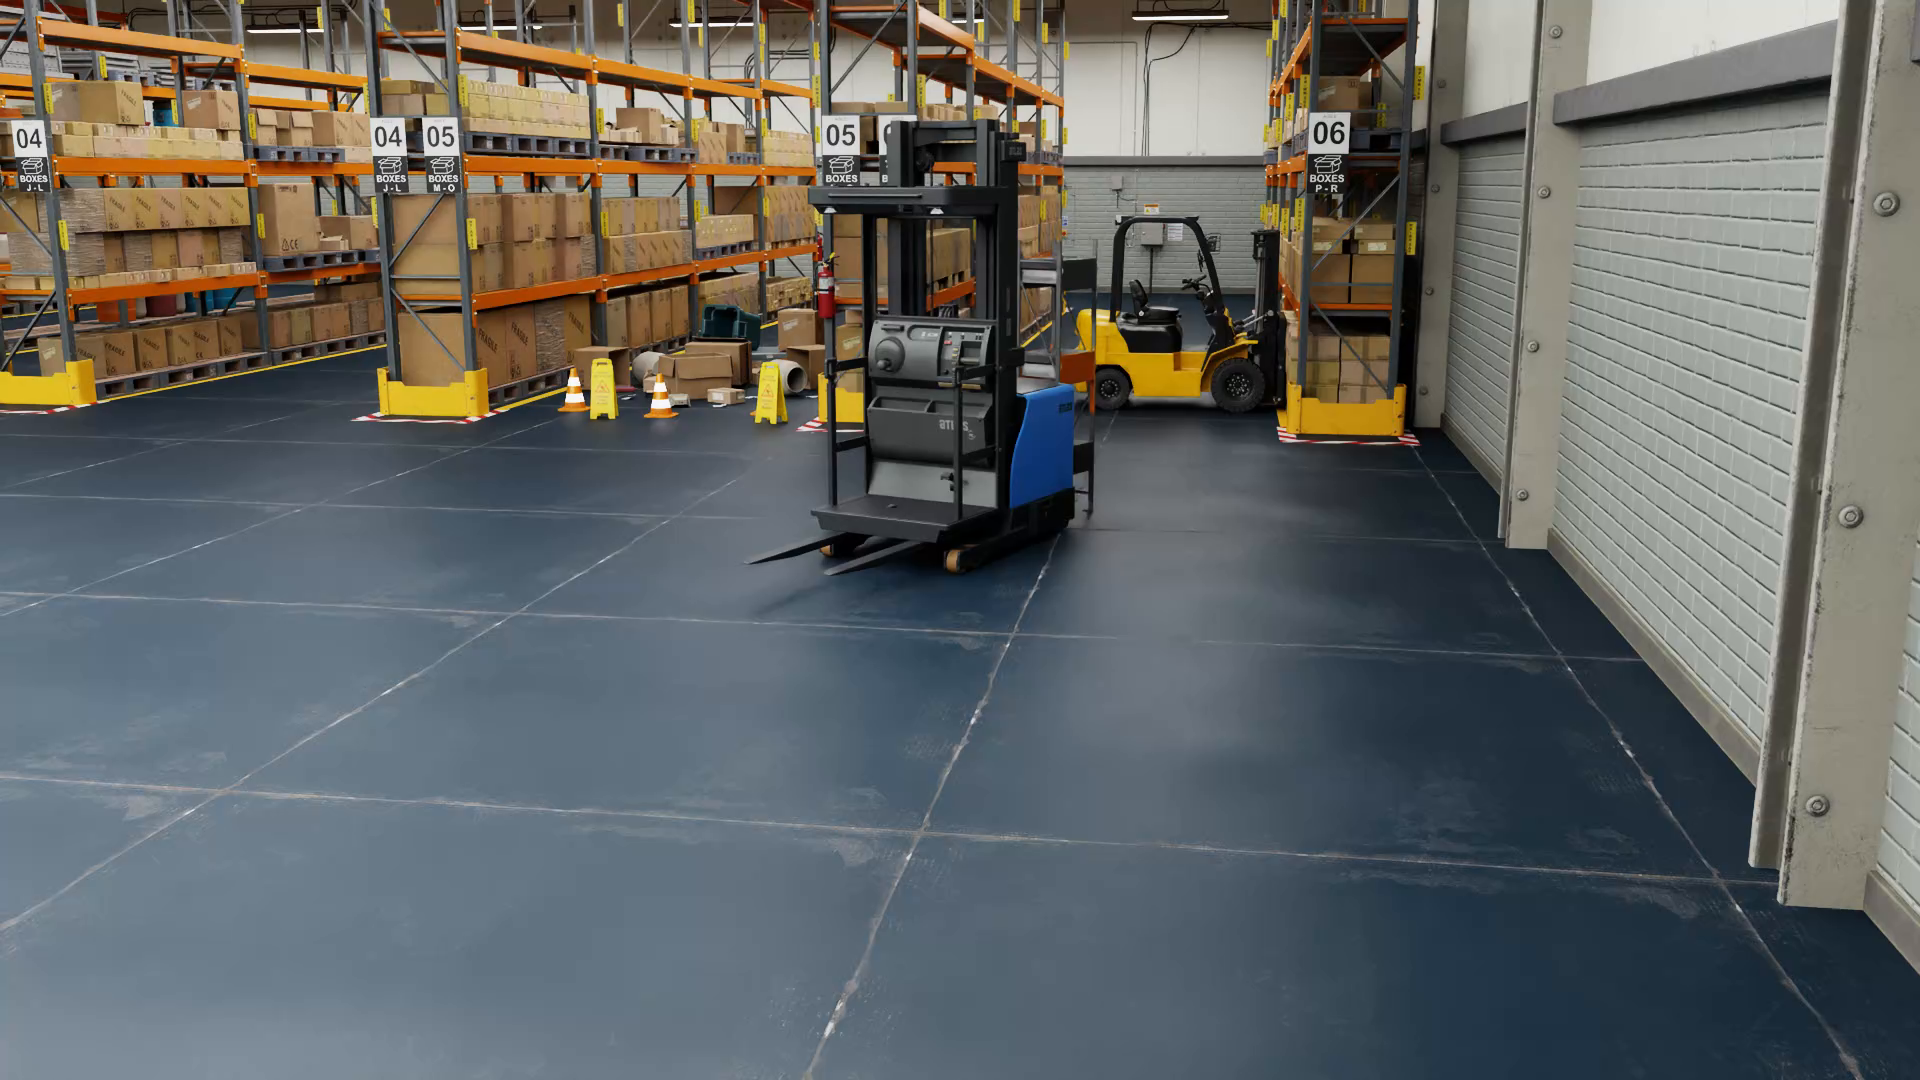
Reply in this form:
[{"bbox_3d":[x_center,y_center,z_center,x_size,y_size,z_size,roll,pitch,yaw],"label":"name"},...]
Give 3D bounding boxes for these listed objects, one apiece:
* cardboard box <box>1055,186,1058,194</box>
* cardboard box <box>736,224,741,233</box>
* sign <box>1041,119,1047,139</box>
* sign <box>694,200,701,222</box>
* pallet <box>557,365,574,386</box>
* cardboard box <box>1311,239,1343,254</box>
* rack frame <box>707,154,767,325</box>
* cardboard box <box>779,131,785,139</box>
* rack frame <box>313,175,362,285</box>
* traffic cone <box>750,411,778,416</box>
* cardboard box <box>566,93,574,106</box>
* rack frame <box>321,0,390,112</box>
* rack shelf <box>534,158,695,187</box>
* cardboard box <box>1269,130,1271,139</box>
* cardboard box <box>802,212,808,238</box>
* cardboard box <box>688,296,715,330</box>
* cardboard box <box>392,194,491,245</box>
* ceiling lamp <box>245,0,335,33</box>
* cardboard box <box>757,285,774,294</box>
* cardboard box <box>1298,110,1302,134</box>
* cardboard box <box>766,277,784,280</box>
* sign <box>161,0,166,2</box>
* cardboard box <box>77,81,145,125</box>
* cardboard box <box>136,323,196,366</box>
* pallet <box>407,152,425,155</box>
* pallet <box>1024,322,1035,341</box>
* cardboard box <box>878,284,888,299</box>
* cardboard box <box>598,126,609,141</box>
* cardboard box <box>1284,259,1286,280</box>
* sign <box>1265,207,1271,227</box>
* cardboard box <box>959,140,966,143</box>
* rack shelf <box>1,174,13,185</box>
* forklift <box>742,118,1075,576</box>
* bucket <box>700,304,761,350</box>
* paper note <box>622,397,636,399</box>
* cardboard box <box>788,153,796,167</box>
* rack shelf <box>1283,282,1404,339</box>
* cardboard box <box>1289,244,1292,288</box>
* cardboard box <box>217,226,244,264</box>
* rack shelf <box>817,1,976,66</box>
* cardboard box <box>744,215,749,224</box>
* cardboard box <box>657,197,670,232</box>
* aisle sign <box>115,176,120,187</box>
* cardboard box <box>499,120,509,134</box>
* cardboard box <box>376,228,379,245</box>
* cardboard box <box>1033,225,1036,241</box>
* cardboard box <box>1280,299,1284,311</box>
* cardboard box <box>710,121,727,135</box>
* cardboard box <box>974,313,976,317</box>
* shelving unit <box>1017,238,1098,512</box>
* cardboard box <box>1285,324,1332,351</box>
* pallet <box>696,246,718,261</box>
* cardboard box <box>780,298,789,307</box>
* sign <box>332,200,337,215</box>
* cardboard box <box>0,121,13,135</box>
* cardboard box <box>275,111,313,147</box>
[{"bbox_3d":[1.692,-6.735,31.974,0.380,0.149,0.250,2,12,8],"label":"cardboard box"},{"bbox_3d":[-3.985,-5.353,28.607,0.380,0.149,0.250,1,12,7],"label":"cardboard box"},{"bbox_3d":[1.444,-7.096,28.706,0.100,0.325,0.005,2,12,9],"label":"sign"},{"bbox_3d":[-4.067,-5.094,25.763,0.100,0.325,0.005,2,12,9],"label":"sign"},{"bbox_3d":[-5.425,-2.194,21.672,1.003,0.211,1.213,2,12,9],"label":"pallet"},{"bbox_3d":[3.742,-3.028,17.146,0.380,0.149,0.250,2,12,9],"label":"cardboard box"},{"bbox_3d":[-4.001,-5.378,29.829,1.000,3.000,0.127,2,12,9],"label":"rack frame"},{"bbox_3d":[-3.467,-7.535,30.941,0.380,0.149,0.250,3,12,11],"label":"cardboard box"},{"bbox_3d":[-13.165,-6.553,35.280,1.000,3.000,0.127,2,12,9],"label":"rack frame"},{"bbox_3d":[-2.148,-1.632,18.467,0.336,0.463,0.334,2,12,9],"label":"traffic cone"},{"bbox_3d":[-5.050,-5.509,20.785,0.380,0.149,0.250,2,12,9],"label":"cardboard box"},{"bbox_3d":[-9.501,-7.660,26.176,1.000,3.000,0.127,2,12,9],"label":"rack frame"},{"bbox_3d":[-4.923,-5.244,23.793,1.077,0.370,4.000,2,12,9],"label":"rack shelf"},{"bbox_3d":[5.280,-6.665,27.334,0.380,0.149,0.250,2,12,8],"label":"cardboard box"},{"bbox_3d":[-3.285,-6.196,32.681,0.500,0.500,0.500,2,12,8],"label":"cardboard box"},{"bbox_3d":[-4.255,-3.668,26.829,0.500,0.500,0.500,1,12,6],"label":"cardboard box"},{"bbox_3d":[-5.751,-3.557,18.461,0.875,0.550,0.550,2,12,9],"label":"cardboard box"},{"bbox_3d":[-15.174,-12.977,36.995,2.000,3.185,0.800,2,12,9],"label":"ceiling lamp"},{"bbox_3d":[-3.642,-4.601,30.581,0.380,0.149,0.250,3,12,11],"label":"cardboard box"},{"bbox_3d":[4.053,-4.769,18.967,0.396,0.266,0.258,2,12,7],"label":"cardboard box"},{"bbox_3d":[-3.725,-5.154,33.146,0.380,0.149,0.250,2,12,10],"label":"cardboard box"},{"bbox_3d":[-10.666,-7.378,22.275,0.100,0.325,0.005,2,12,9],"label":"sign"},{"bbox_3d":[-10.236,-5.267,20.064,0.500,0.500,0.500,2,12,8],"label":"cardboard box"},{"bbox_3d":[-10.316,-2.545,21.617,0.500,0.500,0.500,1,12,4],"label":"cardboard box"},{"bbox_3d":[-9.455,-6.237,27.142,1.213,0.211,1.003,2,12,11],"label":"pallet"},{"bbox_3d":[0.677,-3.458,27.537,1.003,0.211,1.213,2,12,9],"label":"pallet"},{"bbox_3d":[-0.683,-2.682,17.914,0.380,0.149,0.250,2,12,9],"label":"cardboard box"},{"bbox_3d":[-4.891,-5.485,22.290,0.258,0.266,0.396,2,12,8],"label":"cardboard box"},{"bbox_3d":[4.400,-3.453,21.254,0.500,0.250,0.500,2,12,10],"label":"cardboard box"},{"bbox_3d":[5.274,-5.518,28.422,0.100,0.325,0.005,2,12,9],"label":"sign"},{"bbox_3d":[-0.203,-4.906,20.168,0.500,0.250,0.500,2,12,8],"label":"cardboard box"},{"bbox_3d":[-18.981,-6.580,29.993,1.077,0.370,4.000,2,12,9],"label":"rack shelf"},{"bbox_3d":[-0.311,-1.318,11.152,1.130,2.935,3.031,7,14,29],"label":"forklift"},{"bbox_3d":[-2.974,-2.753,21.808,0.726,0.611,0.620,7,4,28],"label":"bucket"},{"bbox_3d":[-3.934,-1.691,19.770,0.144,0.017,0.142,7,14,28],"label":"paper note"},{"bbox_3d":[-3.417,-7.180,31.425,0.500,0.250,0.500,2,12,11],"label":"cardboard box"},{"bbox_3d":[4.273,-2.645,18.856,1.077,0.370,4.000,2,12,9],"label":"rack shelf"},{"bbox_3d":[4.191,-3.269,19.806,0.500,0.500,0.500,2,12,10],"label":"cardboard box"},{"bbox_3d":[-10.247,-3.997,22.477,0.875,0.500,0.500,2,12,9],"label":"cardboard box"},{"bbox_3d":[-0.632,-5.736,18.967,1.077,0.370,4.000,2,12,9],"label":"rack shelf"},{"bbox_3d":[-3.910,-5.606,29.071,0.380,0.149,0.250,2,12,7],"label":"cardboard box"},{"bbox_3d":[-4.771,-4.885,24.928,0.700,0.500,0.500,2,12,8],"label":"cardboard box"},{"bbox_3d":[-18.338,-8.009,35.865,0.394,0.787,0.004,2,12,9],"label":"aisle sign"},{"bbox_3d":[-5.361,-4.697,18.909,0.380,0.149,0.250,2,12,9],"label":"cardboard box"},{"bbox_3d":[-9.670,-4.887,27.312,0.500,0.500,0.500,2,12,10],"label":"cardboard box"},{"bbox_3d":[1.009,-5.206,28.199,0.500,0.250,0.500,2,12,10],"label":"cardboard box"},{"bbox_3d":[5.087,-3.161,24.181,0.875,0.625,0.625,2,12,10],"label":"cardboard box"},{"bbox_3d":[-4.368,-6.783,27.985,0.797,0.503,0.637,2,12,8],"label":"cardboard box"},{"bbox_3d":[0.194,-3.210,25.007,0.950,0.372,0.625,1,12,5],"label":"cardboard box"},{"bbox_3d":[0.730,-1.229,12.714,0.431,2.100,0.503,9,15,36],"label":"shelving unit"},{"bbox_3d":[3.869,-2.248,18.463,0.500,0.250,0.500,2,12,9],"label":"cardboard box"},{"bbox_3d":[-4.611,-4.603,26.689,1.213,0.211,1.003,2,12,9],"label":"pallet"},{"bbox_3d":[-3.468,-4.527,31.648,0.380,0.149,0.250,2,12,7],"label":"cardboard box"},{"bbox_3d":[-10.050,-5.310,26.766,0.100,0.325,0.005,2,12,9],"label":"sign"},{"bbox_3d":[-10.997,-4.718,19.054,0.380,0.149,0.250,2,12,9],"label":"cardboard box"},{"bbox_3d":[-9.802,-5.907,23.923,0.797,0.503,0.637,2,12,11],"label":"cardboard box"}]
